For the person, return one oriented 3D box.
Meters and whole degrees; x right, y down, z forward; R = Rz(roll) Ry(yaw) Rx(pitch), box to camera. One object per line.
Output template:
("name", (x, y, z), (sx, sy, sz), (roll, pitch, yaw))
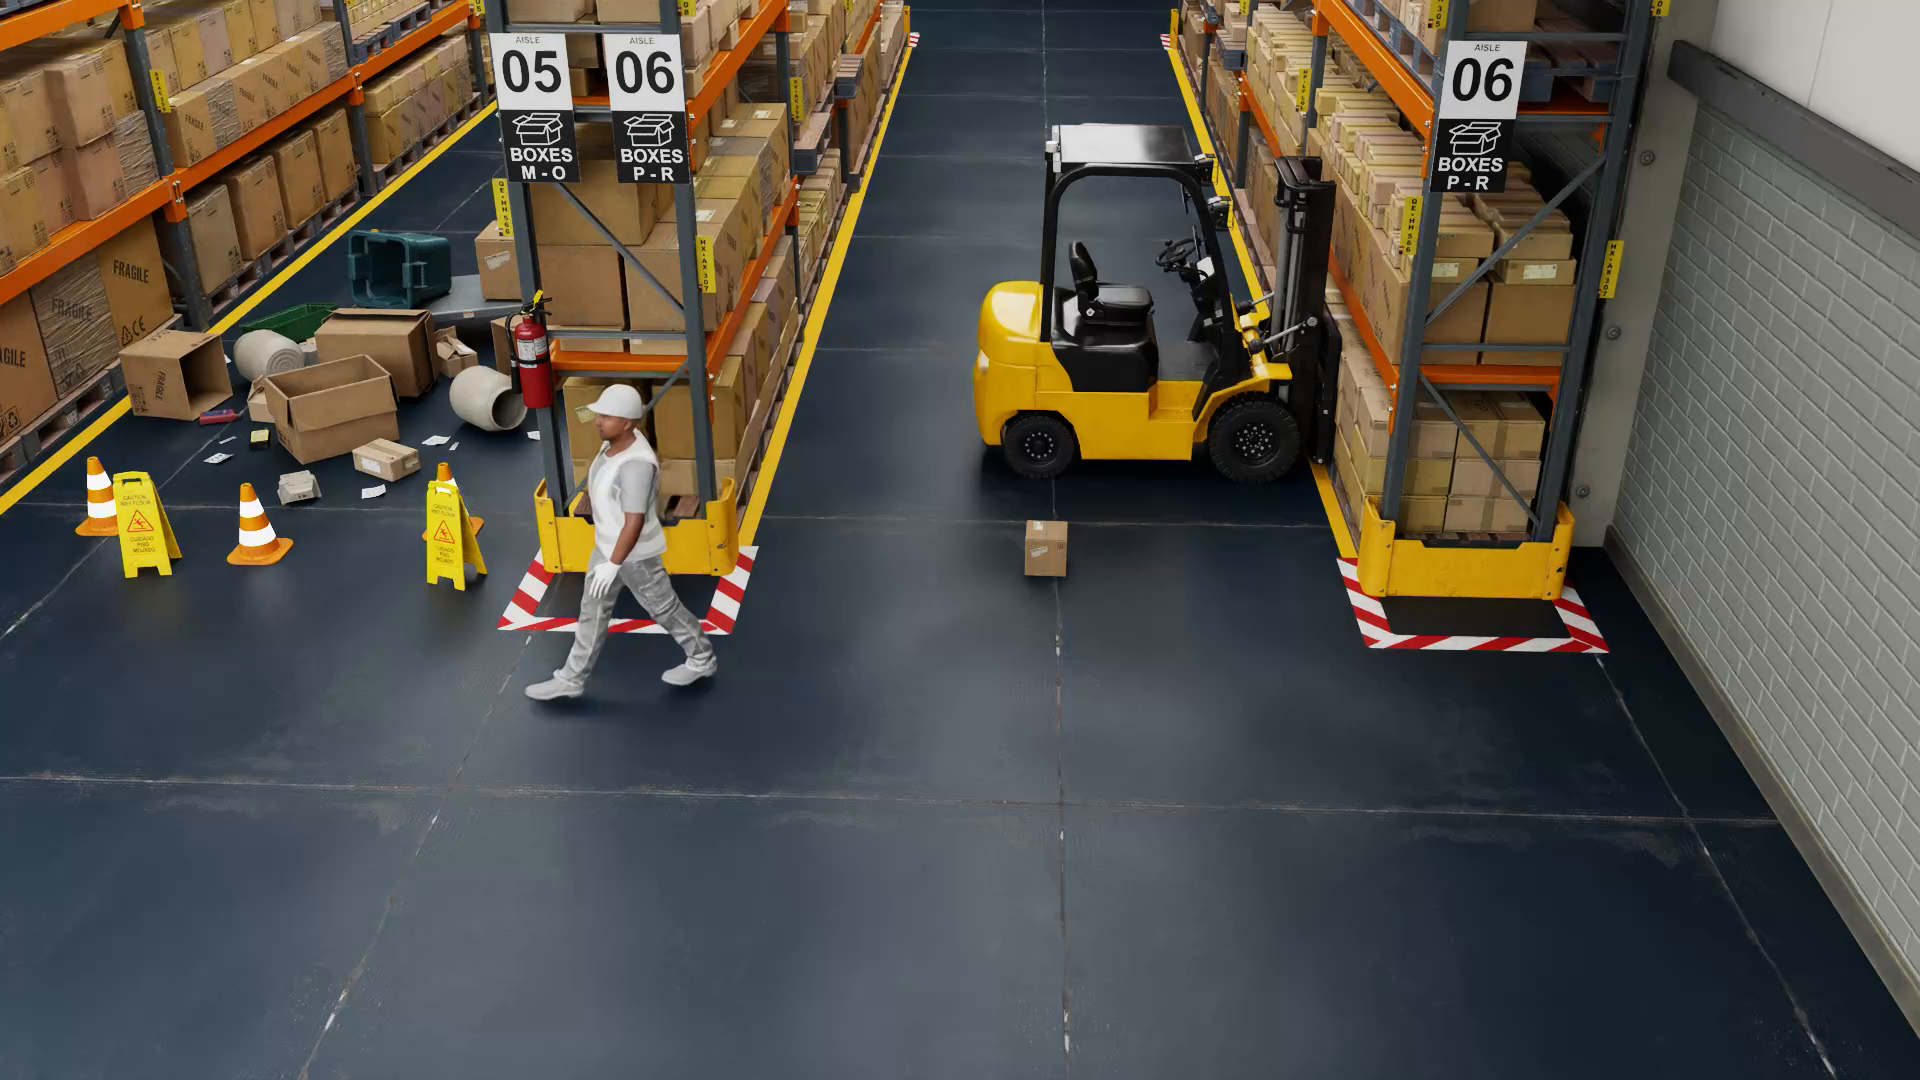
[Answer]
("person", (-1.786, 0.042, 8.489), (1.003, 1.727, 0.597), (-13, 30, -23))
